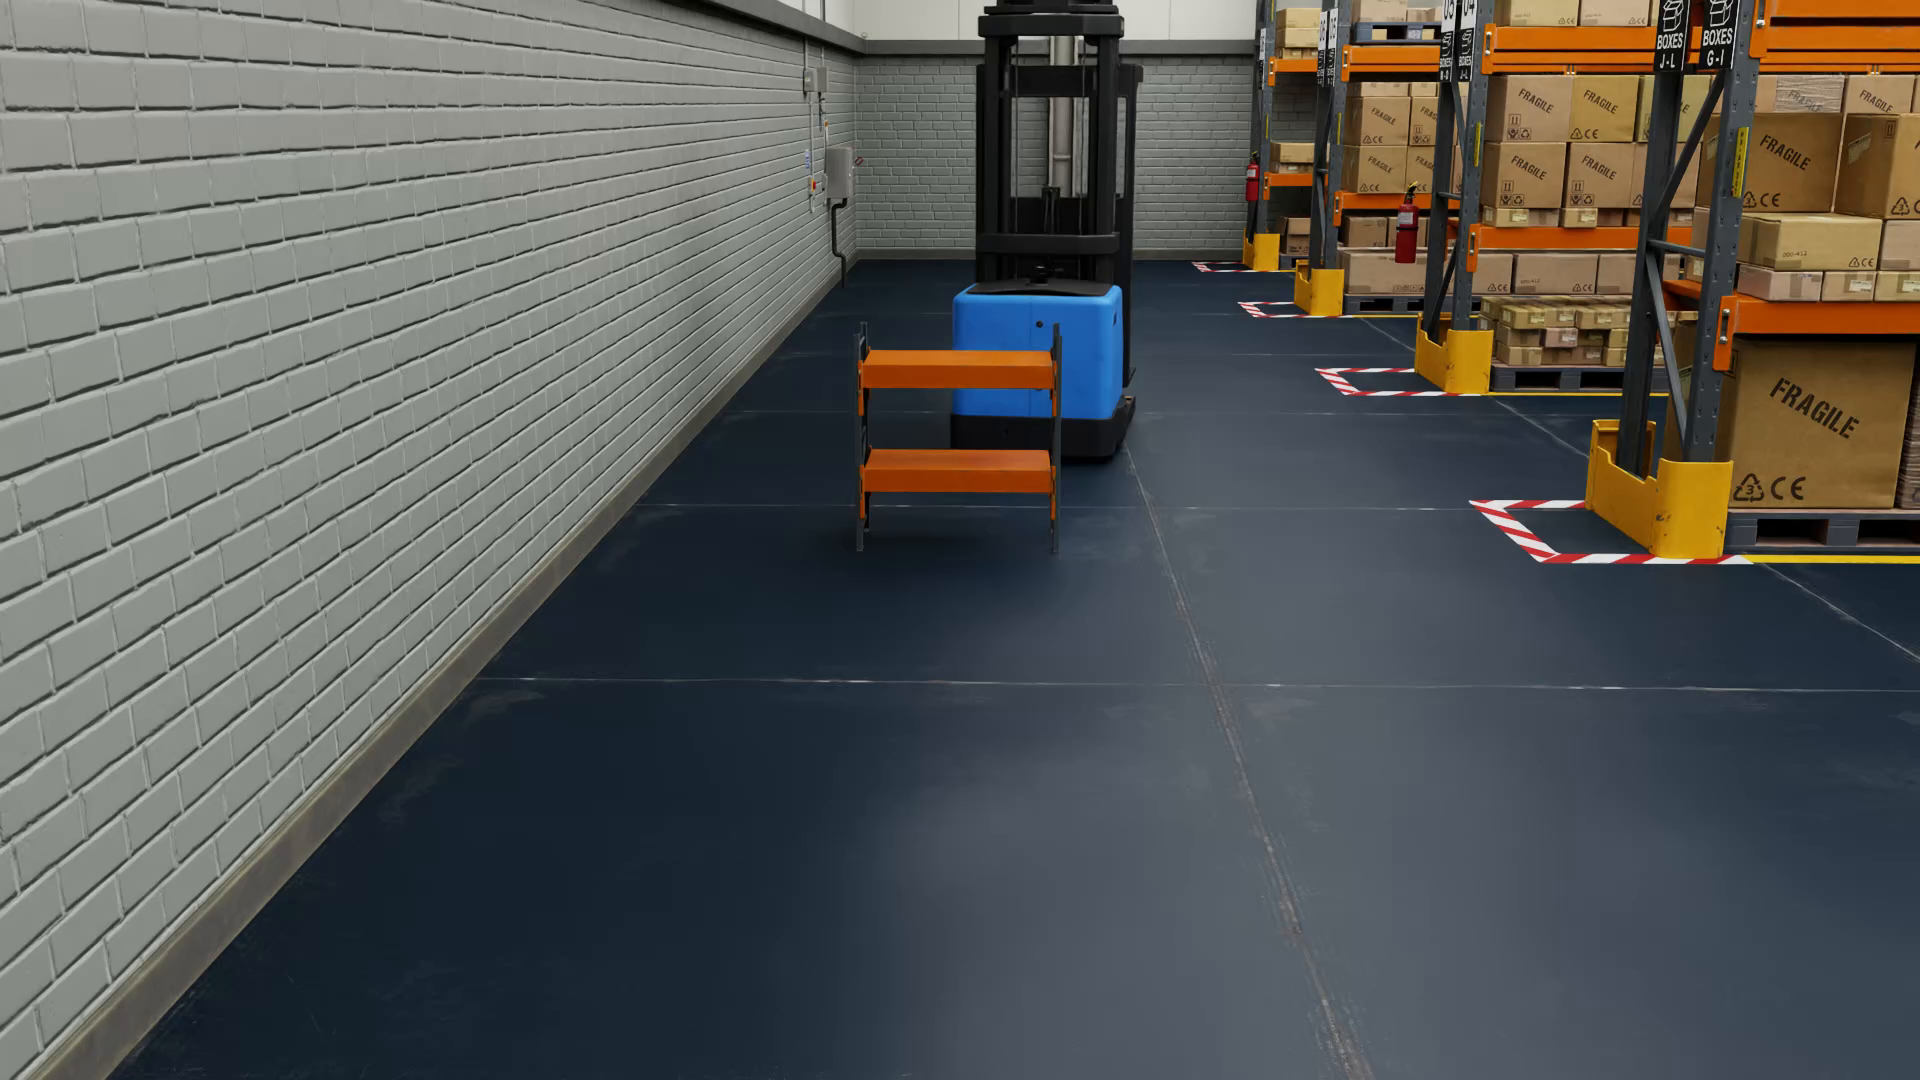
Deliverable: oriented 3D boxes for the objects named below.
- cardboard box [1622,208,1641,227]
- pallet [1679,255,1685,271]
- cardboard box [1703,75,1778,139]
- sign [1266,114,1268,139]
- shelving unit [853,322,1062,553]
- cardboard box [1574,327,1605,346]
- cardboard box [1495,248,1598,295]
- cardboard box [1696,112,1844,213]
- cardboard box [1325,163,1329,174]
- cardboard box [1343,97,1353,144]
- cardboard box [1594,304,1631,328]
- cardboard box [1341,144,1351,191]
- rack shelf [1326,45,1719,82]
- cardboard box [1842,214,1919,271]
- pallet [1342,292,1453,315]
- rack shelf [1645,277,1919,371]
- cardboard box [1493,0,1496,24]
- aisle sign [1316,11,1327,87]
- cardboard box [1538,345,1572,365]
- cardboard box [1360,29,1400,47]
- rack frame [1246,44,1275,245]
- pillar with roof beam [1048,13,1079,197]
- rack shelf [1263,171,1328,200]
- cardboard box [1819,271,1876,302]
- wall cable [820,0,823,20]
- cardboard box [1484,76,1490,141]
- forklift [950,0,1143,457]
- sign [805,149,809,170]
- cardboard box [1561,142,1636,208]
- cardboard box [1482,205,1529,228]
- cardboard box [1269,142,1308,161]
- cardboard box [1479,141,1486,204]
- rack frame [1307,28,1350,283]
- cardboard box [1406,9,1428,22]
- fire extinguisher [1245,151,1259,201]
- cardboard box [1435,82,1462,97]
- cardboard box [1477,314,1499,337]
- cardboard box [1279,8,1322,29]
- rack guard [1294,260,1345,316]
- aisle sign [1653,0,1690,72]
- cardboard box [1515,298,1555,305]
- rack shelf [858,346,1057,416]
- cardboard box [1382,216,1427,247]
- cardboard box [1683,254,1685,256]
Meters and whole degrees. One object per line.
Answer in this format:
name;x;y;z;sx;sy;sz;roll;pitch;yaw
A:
cardboard box;5.369;-2.578;13.223;0.250;0.149;0.380;0;15;1
pallet;10.181;-3.918;23.276;1.213;0.211;1.003;0;15;1
cardboard box;5.973;-3.358;12.949;0.500;0.500;0.500;0;15;0
sign;4.132;-5.575;22.395;0.005;0.325;0.100;0;15;1
shelving unit;-0.007;-0.544;8.697;1.048;1.125;0.538;0;15;1
cardboard box;5.034;-1.671;13.474;0.250;0.149;0.380;1;15;2
cardboard box;6.502;-3.005;18.547;0.875;0.438;0.875;0;15;0
cardboard box;4.263;-2.000;8.781;0.500;0.500;0.500;1;15;2
cardboard box;4.986;-5.119;22.854;0.250;0.149;0.380;0;15;1
cardboard box;4.511;-4.619;18.310;0.500;0.500;0.500;1;15;3
cardboard box;5.290;-1.803;13.391;0.250;0.149;0.380;0;15;-1
cardboard box;4.512;-4.142;18.463;0.500;0.500;0.500;0;15;2
rack shelf;6.022;-5.119;17.892;4.000;0.370;1.077;0;15;1
cardboard box;4.762;-1.500;8.355;0.500;0.250;0.500;0;15;1
pallet;4.824;-2.696;18.644;1.213;0.211;1.003;0;15;1
rack shelf;5.769;-1.141;8.696;4.000;0.370;1.077;0;15;1
cardboard box;4.459;-4.209;13.326;0.500;0.250;0.500;0;15;0
aisle sign;3.959;-5.366;18.202;0.004;0.787;0.394;0;15;1
cardboard box;4.777;-1.525;13.505;0.250;0.149;0.380;0;15;1
cardboard box;5.602;-6.740;22.336;0.500;0.250;0.500;0;15;0
rack frame;4.146;-5.295;23.030;0.127;3.000;1.000;0;15;1
pillar with roof beam;1.363;-7.345;19.041;0.400;9.000;9.100;0;15;1
rack shelf;6.145;-4.934;23.072;4.000;0.370;1.077;0;15;1
cardboard box;4.373;-1.293;8.353;0.250;0.149;0.380;0;15;1
wall cable;-1.649;-7.087;18.062;0.029;3.000;2.355;0;15;1
cardboard box;4.461;-3.502;13.496;0.500;0.500;0.500;0;15;0
forklift;0.692;-2.274;11.715;1.130;2.935;3.031;2;15;9
sign;-1.677;-4.179;18.269;0.001;0.218;0.327;0;15;1
cardboard box;4.975;-2.888;13.128;0.500;0.500;0.500;0;15;2
cardboard box;4.313;-2.559;13.152;0.250;0.149;0.380;0;15;1
cardboard box;4.612;-5.431;23.256;0.500;0.250;0.500;1;15;3
cardboard box;4.453;-3.021;13.632;0.500;0.500;0.500;1;15;3
rack frame;4.023;-4.029;18.232;0.127;3.000;1.000;0;15;1
cardboard box;4.896;-5.647;17.958;0.250;0.149;0.380;-1;15;-3
fire extinguisher;3.987;-4.961;22.644;0.183;0.674;0.296;0;15;1
cardboard box;5.155;-4.790;17.689;0.250;0.149;0.380;0;15;0
cardboard box;4.532;-1.804;13.980;0.250;0.149;0.380;0;15;0
cardboard box;4.583;-6.992;22.311;0.500;0.250;0.500;0;15;1
rack guard;3.999;-2.821;18.552;0.348;0.500;1.175;0;15;1
aisle sign;3.705;-2.836;8.613;0.004;0.787;0.394;0;15;1
cardboard box;4.783;-1.923;13.849;0.250;0.149;0.380;1;15;3
rack shelf;-0.007;-0.827;8.622;1.000;0.278;0.538;0;15;1
cardboard box;6.134;-4.217;23.020;0.500;0.500;0.500;1;15;2
cardboard box;10.172;-4.193;22.928;0.500;0.500;0.500;0;15;-1
